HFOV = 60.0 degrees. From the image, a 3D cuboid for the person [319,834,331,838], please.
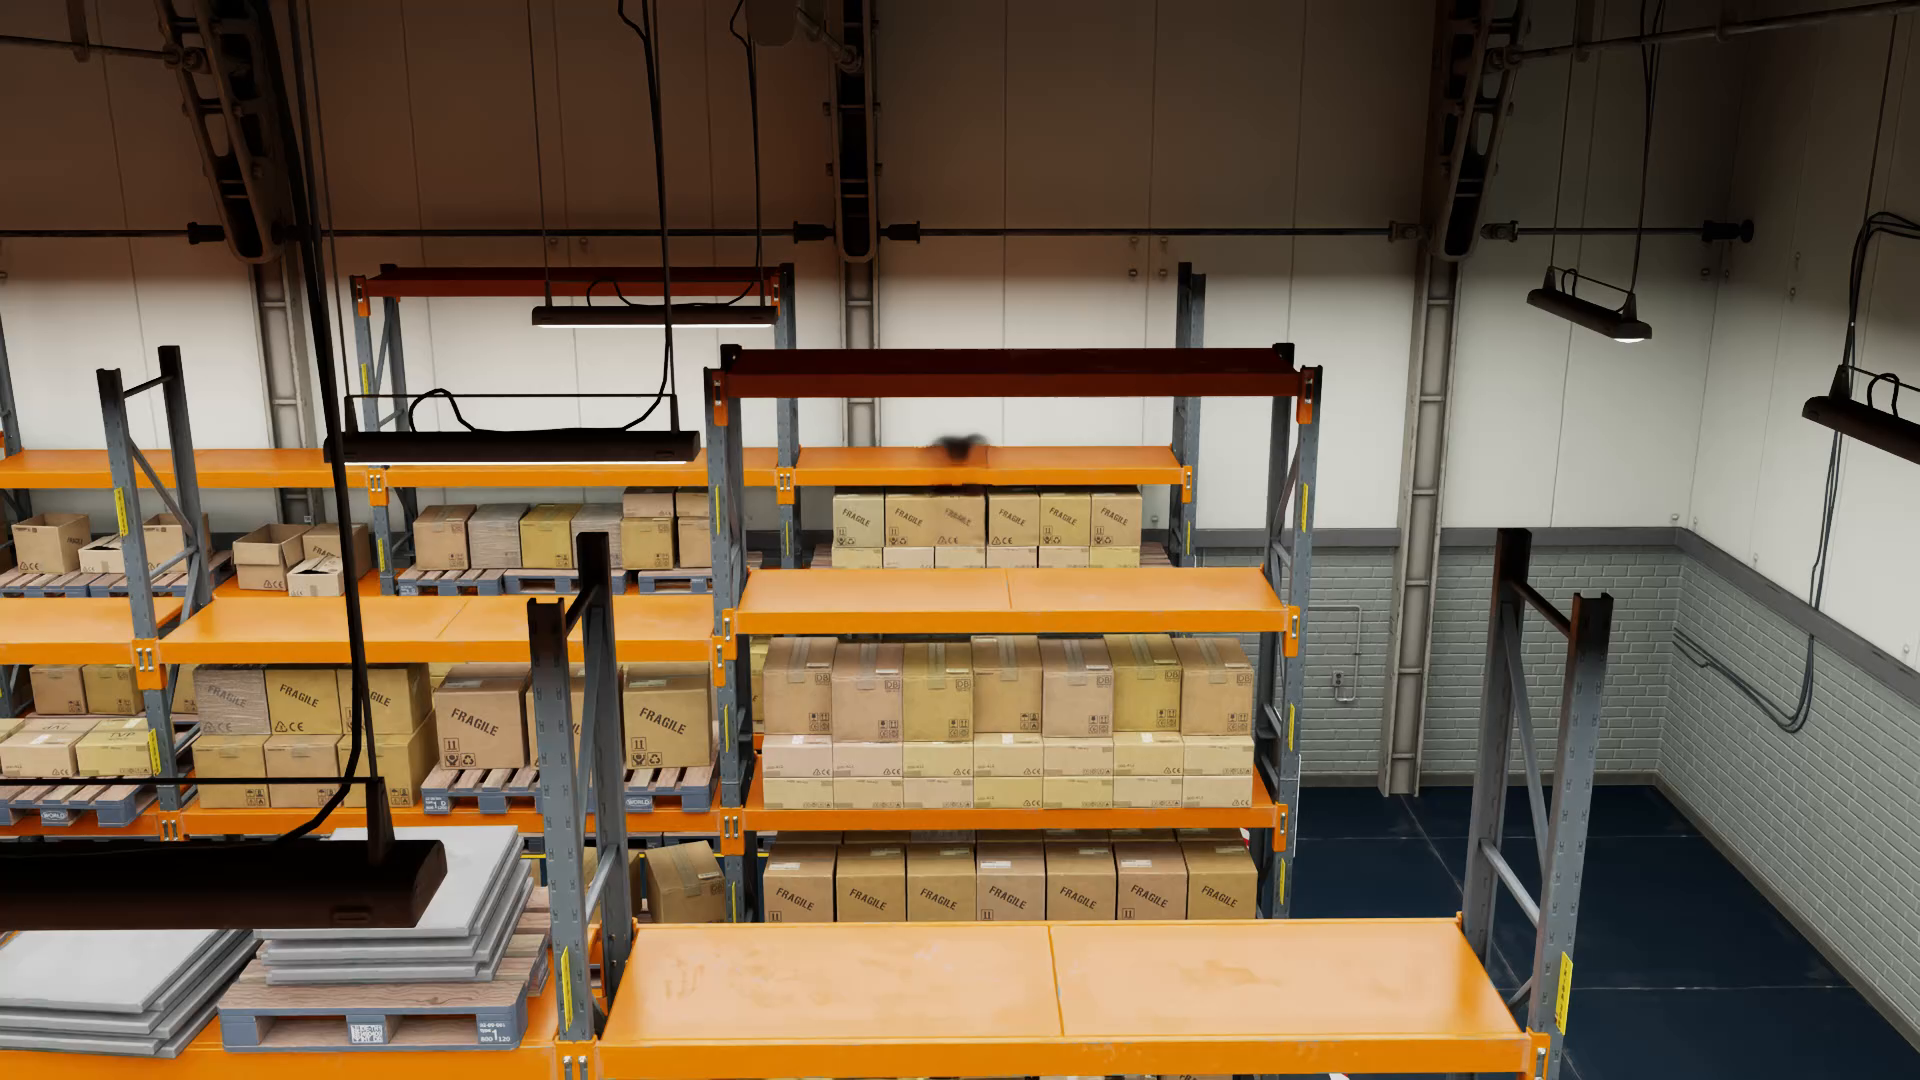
[{"bbox_3d":[-5.678,2.970,15.453,0.622,1.760,0.479,7,18,24],"label":"person"}]
